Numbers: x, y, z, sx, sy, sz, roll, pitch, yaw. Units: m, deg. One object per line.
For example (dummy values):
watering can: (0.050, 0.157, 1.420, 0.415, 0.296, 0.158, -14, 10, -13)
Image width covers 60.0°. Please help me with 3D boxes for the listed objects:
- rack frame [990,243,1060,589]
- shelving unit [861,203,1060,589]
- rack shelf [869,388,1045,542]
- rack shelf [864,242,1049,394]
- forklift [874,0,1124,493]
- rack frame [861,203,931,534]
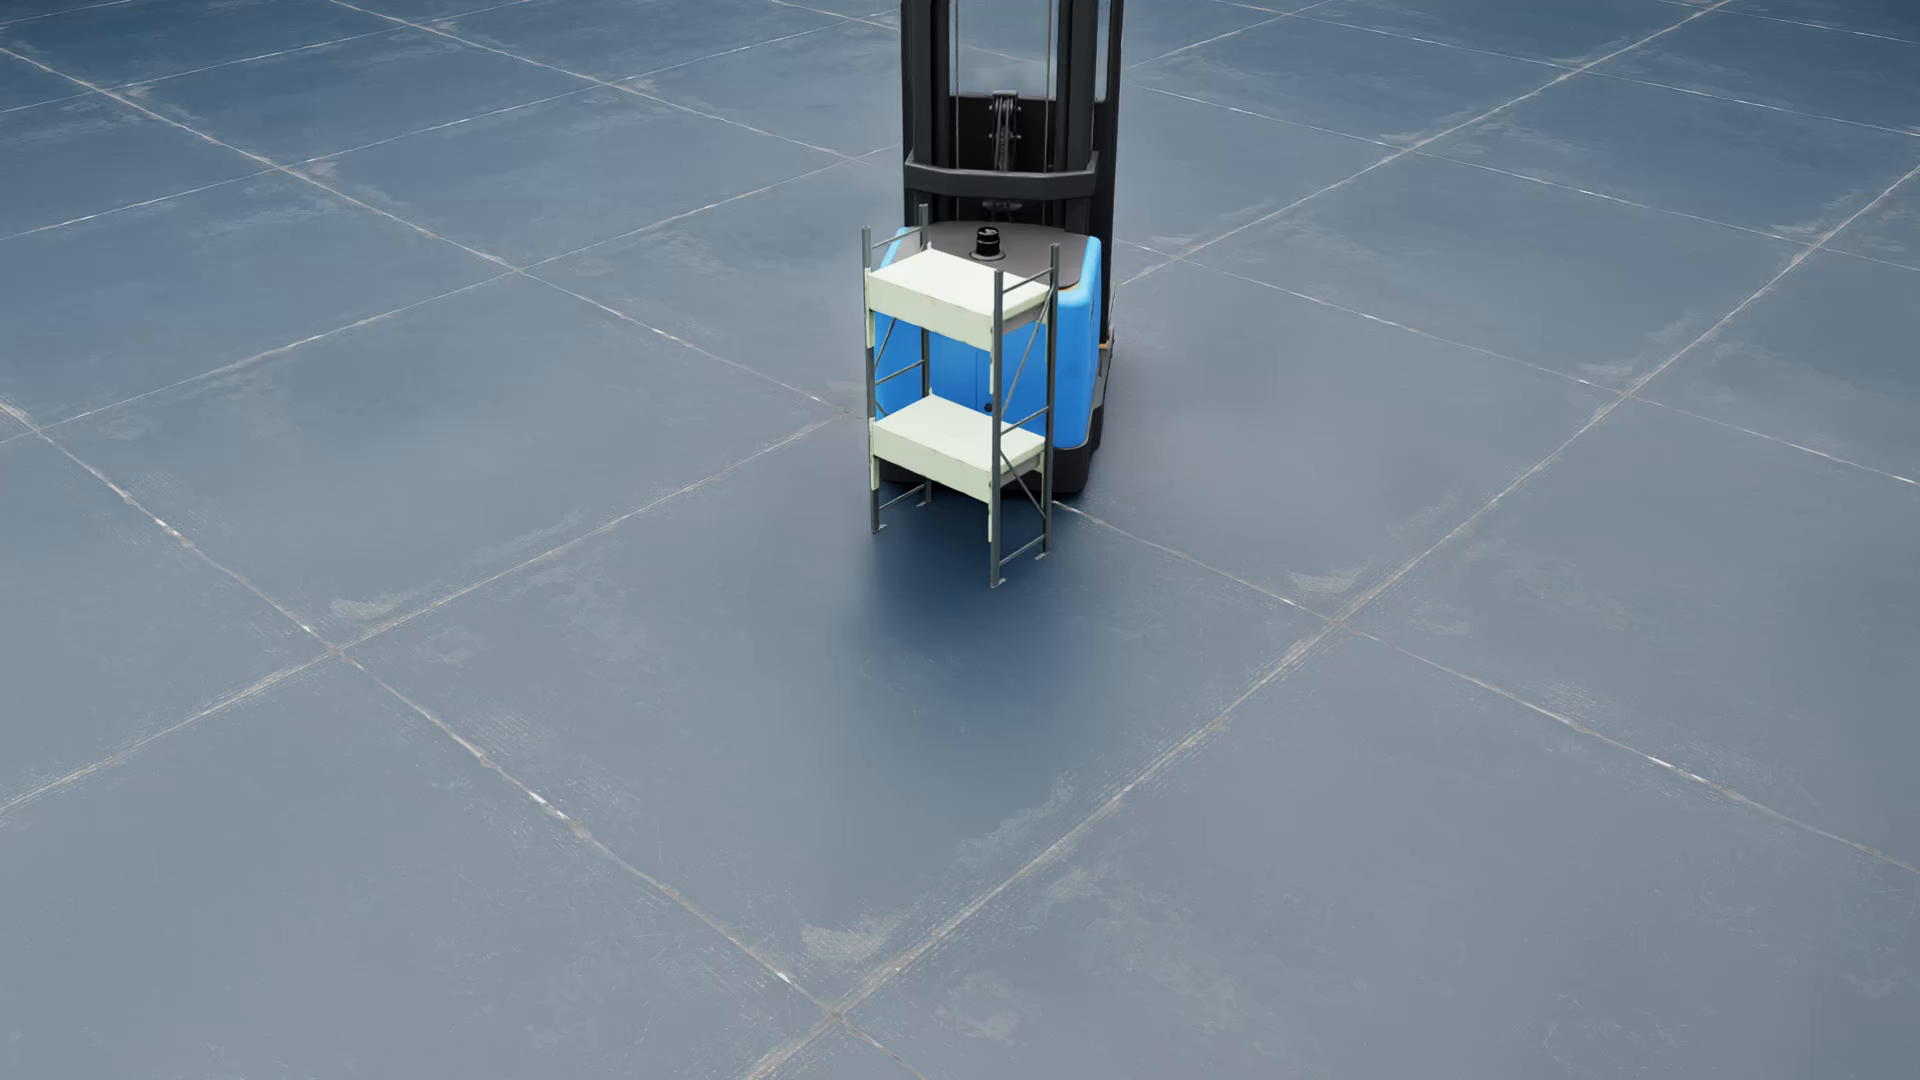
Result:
rack frame: (0.274, -0.505, 7.135, 0.023, 1.500, 0.400, 24, 39, 34)
shelving unit: (-0.003, -0.629, 7.340, 0.755, 1.500, 0.431, 24, 39, 34)
rack shelf: (-0.003, -0.350, 7.509, 0.720, 0.370, 0.431, 24, 39, 34)
rack shelf: (-0.003, -0.963, 7.139, 0.720, 0.370, 0.431, 24, 39, 34)
forklift: (0.287, -2.223, 8.601, 1.130, 2.935, 3.031, 4, 31, 7)
rack frame: (-0.279, -0.753, 7.546, 0.023, 1.500, 0.400, 24, 39, 34)
